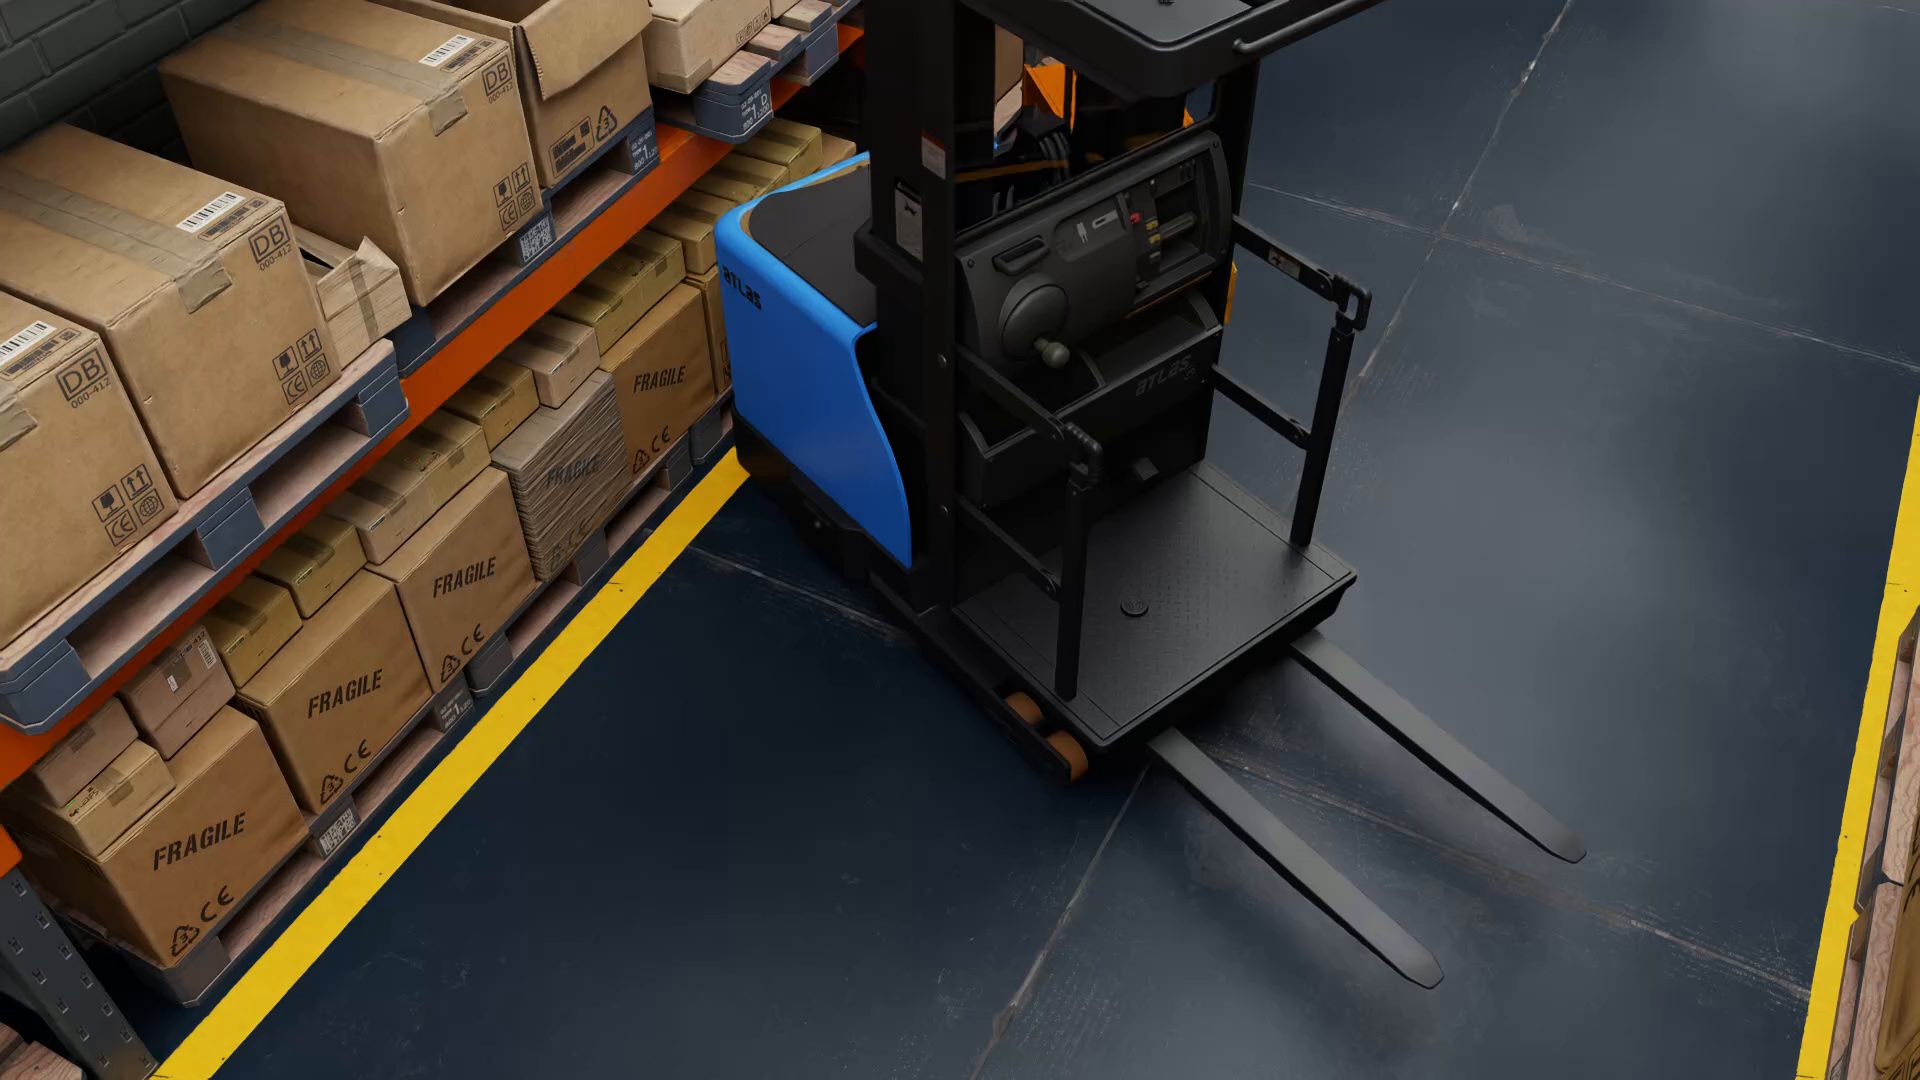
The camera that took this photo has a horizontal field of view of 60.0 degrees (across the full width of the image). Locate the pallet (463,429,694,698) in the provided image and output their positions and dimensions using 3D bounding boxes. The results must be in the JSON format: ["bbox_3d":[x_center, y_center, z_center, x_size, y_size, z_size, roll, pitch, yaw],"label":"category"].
[{"bbox_3d":[-1.668,-0.111,5.711,1.003,0.211,1.213,20,49,19],"label":"pallet"}]

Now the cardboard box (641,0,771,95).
[{"bbox_3d":[-0.924,-1.638,5.070,0.500,0.250,0.500,18,48,17],"label":"cardboard box"}]

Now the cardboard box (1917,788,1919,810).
[{"bbox_3d":[3.283,0.329,4.515,0.875,0.875,0.875,20,49,19],"label":"cardboard box"}]

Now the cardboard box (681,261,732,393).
[{"bbox_3d":[-0.968,-0.934,6.027,0.500,0.500,0.500,20,49,18],"label":"cardboard box"}]

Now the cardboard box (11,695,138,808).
[{"bbox_3d":[-2.229,0.445,3.998,0.380,0.149,0.250,20,49,18],"label":"cardboard box"}]

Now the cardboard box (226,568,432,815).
[{"bbox_3d":[-1.915,0.367,4.740,0.500,0.500,0.500,20,49,19],"label":"cardboard box"}]

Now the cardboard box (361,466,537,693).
[{"bbox_3d":[-1.679,0.054,5.050,0.500,0.500,0.500,19,48,18],"label":"cardboard box"}]

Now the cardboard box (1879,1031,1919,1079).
[{"bbox_3d":[2.450,1.452,3.404,0.875,0.875,0.875,22,49,20],"label":"cardboard box"}]

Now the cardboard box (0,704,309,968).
[{"bbox_3d":[-2.153,0.706,4.406,0.500,0.500,0.500,22,49,21],"label":"cardboard box"}]

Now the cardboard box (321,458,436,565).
[{"bbox_3d":[-1.742,-0.118,4.763,0.380,0.149,0.250,20,49,19],"label":"cardboard box"}]

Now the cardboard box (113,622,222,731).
[{"bbox_3d":[-2.097,0.286,4.155,0.380,0.149,0.250,18,48,17],"label":"cardboard box"}]

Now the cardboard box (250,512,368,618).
[{"bbox_3d":[-1.891,0.027,4.620,0.380,0.149,0.250,20,49,18],"label":"cardboard box"}]

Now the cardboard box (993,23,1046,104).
[{"bbox_3d":[-0.122,-2.430,7.417,0.875,0.625,0.625,22,49,20],"label":"cardboard box"}]

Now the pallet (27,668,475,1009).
[{"bbox_3d":[-2.233,0.661,4.949,1.003,0.211,1.213,20,49,19],"label":"pallet"}]

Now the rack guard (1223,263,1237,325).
[{"bbox_3d":[0.783,-0.917,6.481,0.587,0.250,0.087,-12,47,-11],"label":"rack guard"}]

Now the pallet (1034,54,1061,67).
[{"bbox_3d":[0.264,-2.606,8.177,1.003,0.211,1.213,20,49,19],"label":"pallet"}]

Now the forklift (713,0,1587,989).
[{"bbox_3d":[0.519,-0.699,4.380,1.130,2.935,3.031,-30,52,-26],"label":"forklift"}]

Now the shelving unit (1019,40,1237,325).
[{"bbox_3d":[0.642,-1.696,6.372,0.587,1.500,1.083,-12,47,-11],"label":"shelving unit"}]

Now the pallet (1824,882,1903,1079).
[{"bbox_3d":[2.677,1.539,4.080,1.003,0.211,1.213,20,49,19],"label":"pallet"}]

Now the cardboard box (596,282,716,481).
[{"bbox_3d":[-1.209,-0.604,5.700,0.500,0.500,0.500,22,49,21],"label":"cardboard box"}]

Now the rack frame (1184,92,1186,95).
[{"bbox_3d":[0.783,-1.356,6.035,0.500,1.500,0.032,-12,47,-11],"label":"rack frame"}]

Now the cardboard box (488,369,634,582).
[{"bbox_3d":[-1.433,-0.271,5.371,0.500,0.500,0.500,19,48,18],"label":"cardboard box"}]

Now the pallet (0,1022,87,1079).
[{"bbox_3d":[-2.897,1.618,4.003,1.003,0.211,1.213,20,49,19],"label":"pallet"}]

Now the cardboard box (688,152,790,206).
[{"bbox_3d":[-0.825,-1.235,5.868,0.380,0.149,0.250,18,48,17],"label":"cardboard box"}]

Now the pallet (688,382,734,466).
[{"bbox_3d":[-1.101,-0.877,6.468,1.003,0.211,1.213,20,49,19],"label":"pallet"}]

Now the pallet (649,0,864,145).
[{"bbox_3d":[-0.973,-1.797,5.552,1.213,0.211,1.003,20,49,19],"label":"pallet"}]

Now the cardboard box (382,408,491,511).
[{"bbox_3d":[-1.625,-0.273,4.917,0.380,0.149,0.250,22,49,20],"label":"cardboard box"}]

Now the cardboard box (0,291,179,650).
[{"bbox_3d":[-2.155,-0.209,3.482,0.700,0.500,0.500,22,49,20],"label":"cardboard box"}]

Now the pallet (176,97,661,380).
[{"bbox_3d":[-1.619,-1.021,4.785,1.003,0.211,1.213,20,49,19],"label":"pallet"}]

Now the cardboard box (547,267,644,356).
[{"bbox_3d":[-1.264,-0.775,5.413,0.380,0.149,0.250,20,49,18],"label":"cardboard box"}]

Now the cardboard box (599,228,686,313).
[{"bbox_3d":[-1.149,-0.932,5.568,0.380,0.149,0.250,22,49,20],"label":"cardboard box"}]

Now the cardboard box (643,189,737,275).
[{"bbox_3d":[-0.986,-1.083,5.718,0.380,0.149,0.250,19,48,18],"label":"cardboard box"}]

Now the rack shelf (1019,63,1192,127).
[{"bbox_3d":[0.639,-1.576,6.506,0.538,0.185,1.000,-12,47,-11],"label":"rack shelf"}]

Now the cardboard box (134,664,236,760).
[{"bbox_3d":[-2.115,0.370,4.281,0.380,0.149,0.250,19,48,18],"label":"cardboard box"}]

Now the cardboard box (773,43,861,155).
[{"bbox_3d":[-0.419,-2.016,7.008,0.875,0.625,0.625,22,49,20],"label":"cardboard box"}]

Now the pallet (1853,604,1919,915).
[{"bbox_3d":[3.245,0.774,4.837,1.003,0.211,1.213,20,49,19],"label":"pallet"}]

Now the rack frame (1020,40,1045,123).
[{"bbox_3d":[0.495,-2.049,6.721,0.500,1.500,0.032,-12,47,-11],"label":"rack frame"}]

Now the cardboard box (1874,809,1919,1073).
[{"bbox_3d":[2.866,0.889,3.961,0.875,0.875,0.875,21,49,20],"label":"cardboard box"}]

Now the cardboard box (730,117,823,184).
[{"bbox_3d":[-0.725,-1.417,6.048,0.380,0.149,0.250,18,48,17],"label":"cardboard box"}]

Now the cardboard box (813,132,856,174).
[{"bbox_3d":[-0.726,-1.246,6.335,0.500,0.500,0.500,22,49,20],"label":"cardboard box"}]

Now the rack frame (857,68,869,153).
[{"bbox_3d":[-0.721,-2.315,5.929,1.000,3.000,0.127,20,49,19],"label":"rack frame"}]

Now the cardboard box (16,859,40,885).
[{"bbox_3d":[-2.611,0.529,4.580,0.500,0.500,0.500,20,49,19],"label":"cardboard box"}]

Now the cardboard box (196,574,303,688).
[{"bbox_3d":[-2.006,0.205,4.445,0.380,0.149,0.250,18,48,17],"label":"cardboard box"}]

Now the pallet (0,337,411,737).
[{"bbox_3d":[-2.110,-0.195,3.968,1.003,0.211,1.213,20,49,19],"label":"pallet"}]

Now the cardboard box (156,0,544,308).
[{"bbox_3d":[-1.550,-1.029,4.293,0.700,0.500,0.500,20,49,19],"label":"cardboard box"}]

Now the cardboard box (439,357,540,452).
[{"bbox_3d":[-1.525,-0.453,5.095,0.380,0.149,0.250,21,49,19],"label":"cardboard box"}]

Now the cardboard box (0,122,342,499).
[{"bbox_3d":[-1.914,-0.535,3.804,0.700,0.500,0.500,21,49,19],"label":"cardboard box"}]

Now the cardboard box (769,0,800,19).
[{"bbox_3d":[-0.686,-1.834,5.335,0.380,0.149,0.250,21,49,20],"label":"cardboard box"}]

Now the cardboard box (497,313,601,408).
[{"bbox_3d":[-1.366,-0.591,5.231,0.380,0.149,0.250,18,48,17],"label":"cardboard box"}]

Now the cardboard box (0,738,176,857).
[{"bbox_3d":[-2.175,0.570,4.084,0.380,0.149,0.250,23,50,21],"label":"cardboard box"}]

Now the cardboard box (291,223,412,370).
[{"bbox_3d":[-1.593,-0.644,4.077,0.396,0.266,0.258,23,50,21],"label":"cardboard box"}]

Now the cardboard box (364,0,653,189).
[{"bbox_3d":[-1.314,-1.409,4.666,0.797,0.503,0.637,19,48,18],"label":"cardboard box"}]

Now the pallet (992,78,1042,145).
[{"bbox_3d":[-0.304,-1.840,7.420,1.003,0.211,1.213,20,49,19],"label":"pallet"}]

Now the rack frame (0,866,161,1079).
[{"bbox_3d":[-2.577,0.205,3.438,1.000,3.000,0.127,20,49,19],"label":"rack frame"}]

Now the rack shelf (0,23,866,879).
[{"bbox_3d":[-1.649,-0.802,4.939,1.077,0.370,4.000,20,49,19],"label":"rack shelf"}]
